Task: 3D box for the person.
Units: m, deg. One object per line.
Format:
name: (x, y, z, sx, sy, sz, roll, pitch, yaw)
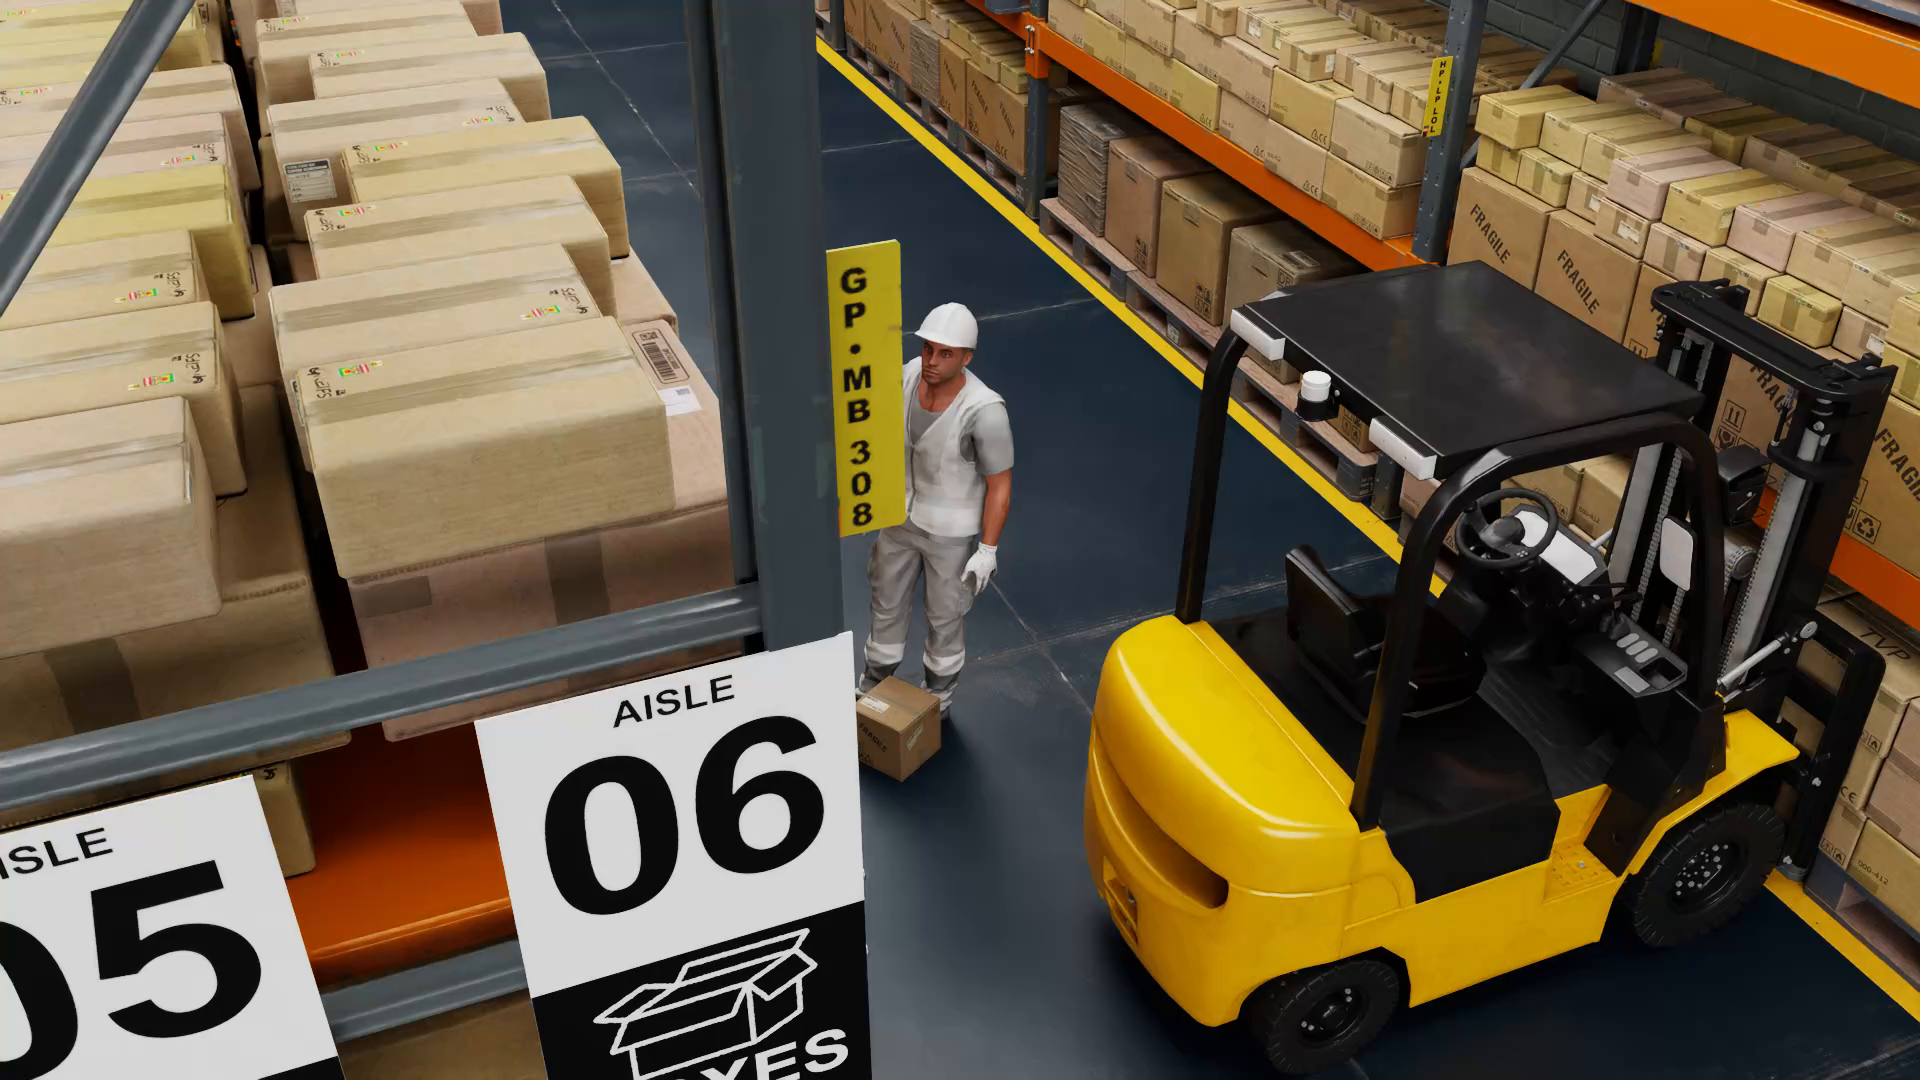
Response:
person: (-0.157, -0.021, 6.132, 0.637, 1.787, 0.564, 23, 40, 31)
